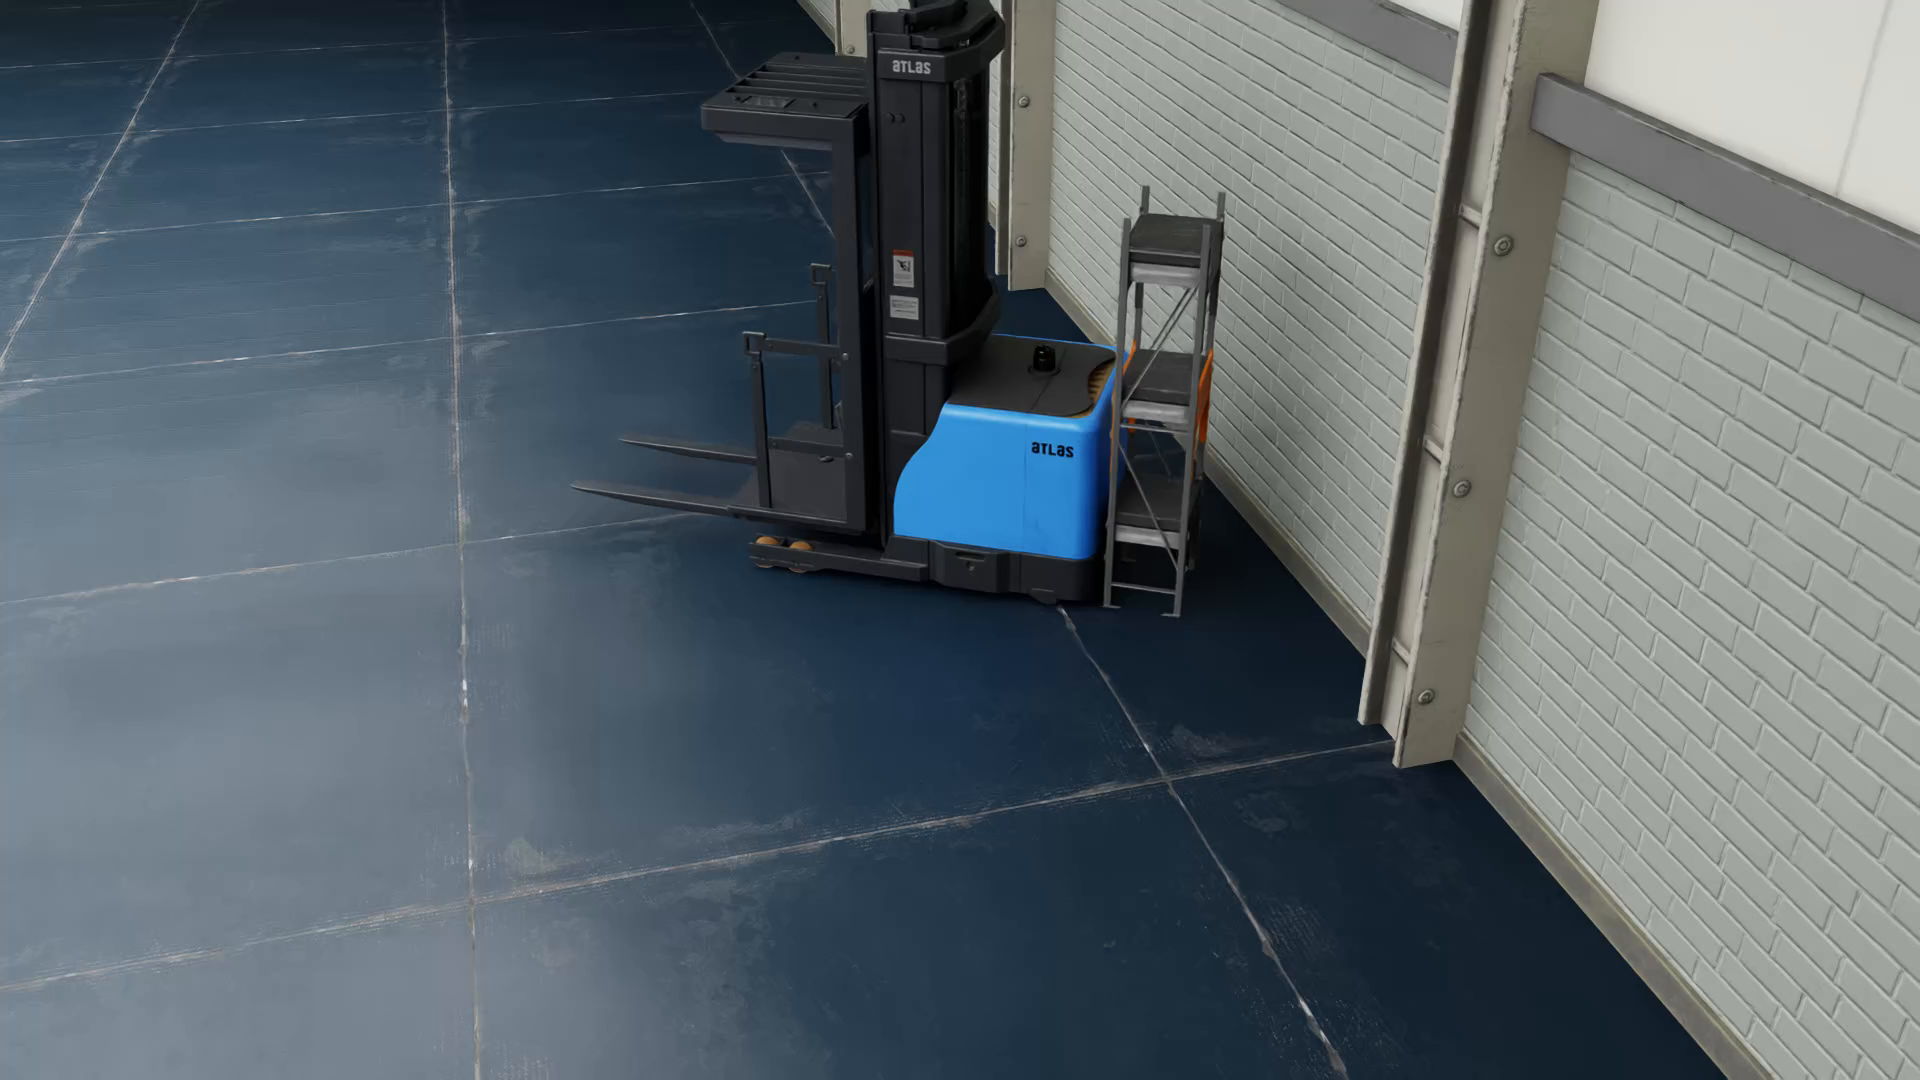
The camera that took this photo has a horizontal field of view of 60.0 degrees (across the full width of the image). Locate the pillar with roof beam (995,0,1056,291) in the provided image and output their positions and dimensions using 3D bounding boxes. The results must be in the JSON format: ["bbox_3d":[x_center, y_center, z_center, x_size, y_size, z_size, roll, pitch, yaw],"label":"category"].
[{"bbox_3d":[-3.680,-5.308,9.437,9.100,9.000,0.400,-8,31,-13],"label":"pillar with roof beam"}]

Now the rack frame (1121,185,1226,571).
[{"bbox_3d":[1.072,-0.772,8.488,0.400,2.100,0.015,8,31,13],"label":"rack frame"}]

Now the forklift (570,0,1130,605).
[{"bbox_3d":[-0.643,-1.336,8.632,3.031,2.935,1.130,8,31,13],"label":"forklift"}]

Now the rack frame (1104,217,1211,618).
[{"bbox_3d":[0.941,-0.537,8.081,0.400,2.100,0.015,8,31,13],"label":"rack frame"}]

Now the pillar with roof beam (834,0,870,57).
[{"bbox_3d":[-5.272,-8.206,14.444,9.100,9.000,0.400,-8,31,-13],"label":"pillar with roof beam"}]

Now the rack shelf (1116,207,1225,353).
[{"bbox_3d":[1.006,-1.248,7.941,0.431,0.518,0.480,8,31,13],"label":"rack shelf"}]

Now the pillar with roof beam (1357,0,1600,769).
[{"bbox_3d":[-2.087,-2.410,4.430,9.100,9.000,0.400,-8,31,-13],"label":"pillar with roof beam"}]

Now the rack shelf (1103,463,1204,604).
[{"bbox_3d":[1.006,-0.037,8.642,0.431,0.518,0.480,8,31,13],"label":"rack shelf"}]

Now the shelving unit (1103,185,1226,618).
[{"bbox_3d":[1.006,-0.654,8.285,0.431,2.100,0.503,8,31,13],"label":"shelving unit"}]

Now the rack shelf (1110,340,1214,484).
[{"bbox_3d":[1.006,-0.643,8.291,0.431,0.518,0.480,8,31,13],"label":"rack shelf"}]
